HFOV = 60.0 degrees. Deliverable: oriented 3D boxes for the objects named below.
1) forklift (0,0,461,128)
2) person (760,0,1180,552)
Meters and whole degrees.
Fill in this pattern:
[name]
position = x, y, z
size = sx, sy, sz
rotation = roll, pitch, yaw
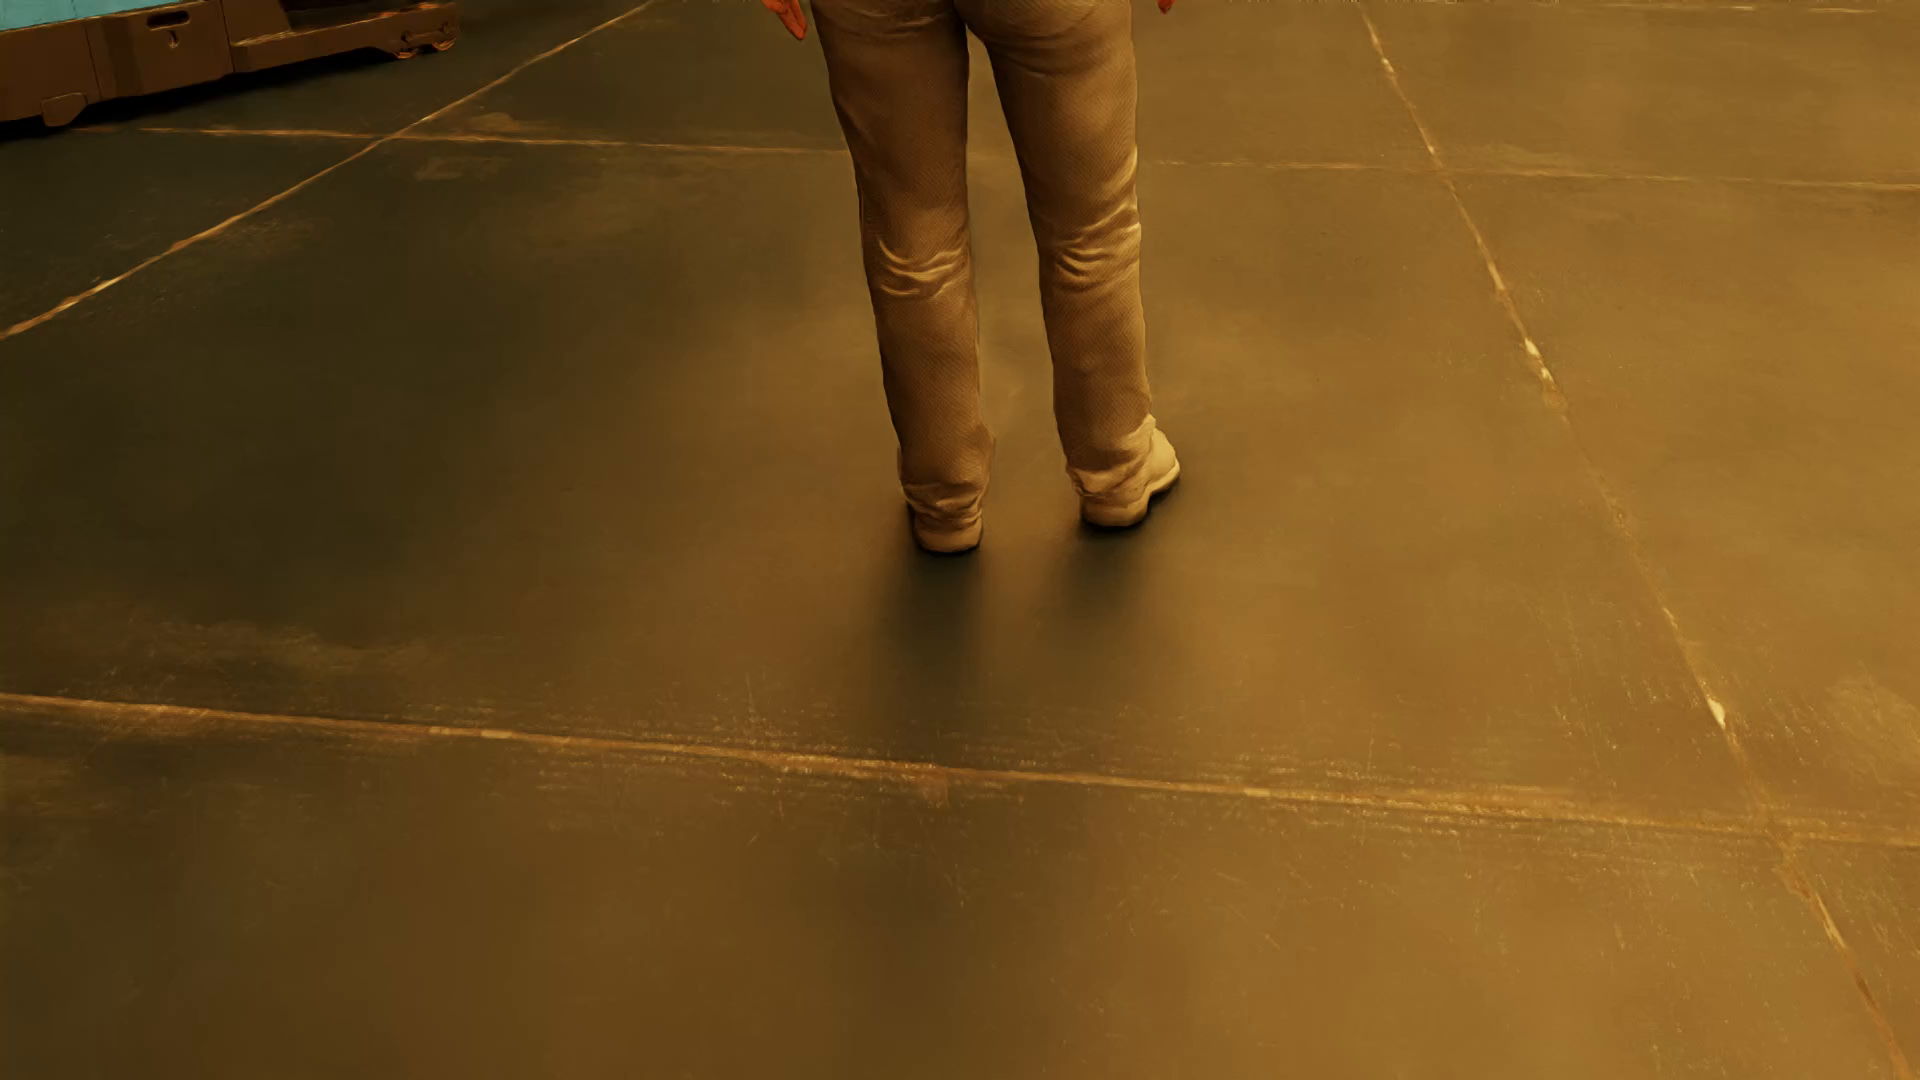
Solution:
[forklift]
position = -2.497, -3.110, 5.452
size = 1.130, 2.935, 3.031
rotation = 13, 29, 24
[person]
position = 0.016, -0.825, 2.156
size = 0.632, 1.768, 0.567
rotation = 3, 27, 7
